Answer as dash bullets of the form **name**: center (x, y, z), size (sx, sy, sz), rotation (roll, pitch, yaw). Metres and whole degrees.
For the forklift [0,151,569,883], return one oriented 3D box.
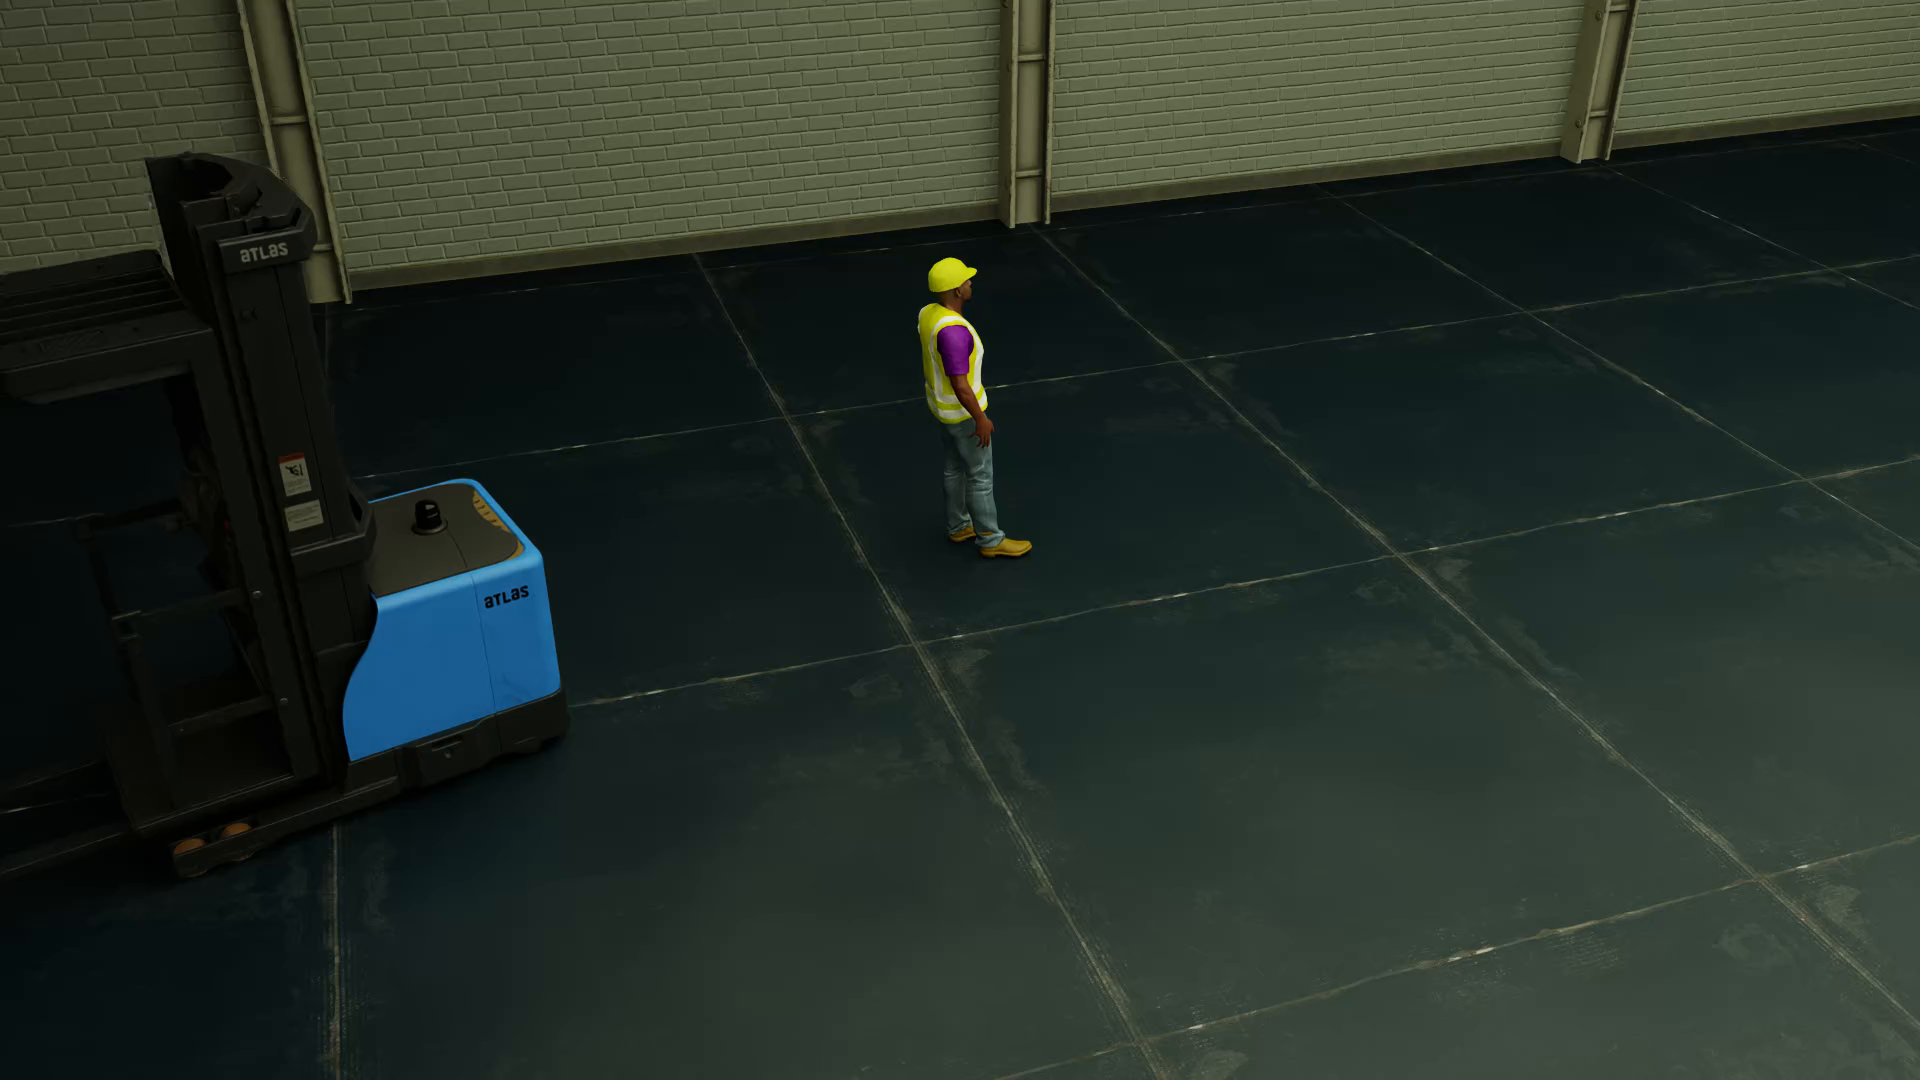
- **forklift**: center (-3.457, -0.070, 7.209), size (3.031, 2.935, 1.130), rotation (-18, 35, -29)

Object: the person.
- **person**: center (0.068, -0.780, 9.596), size (0.575, 1.768, 0.665), rotation (-10, 31, -16)
